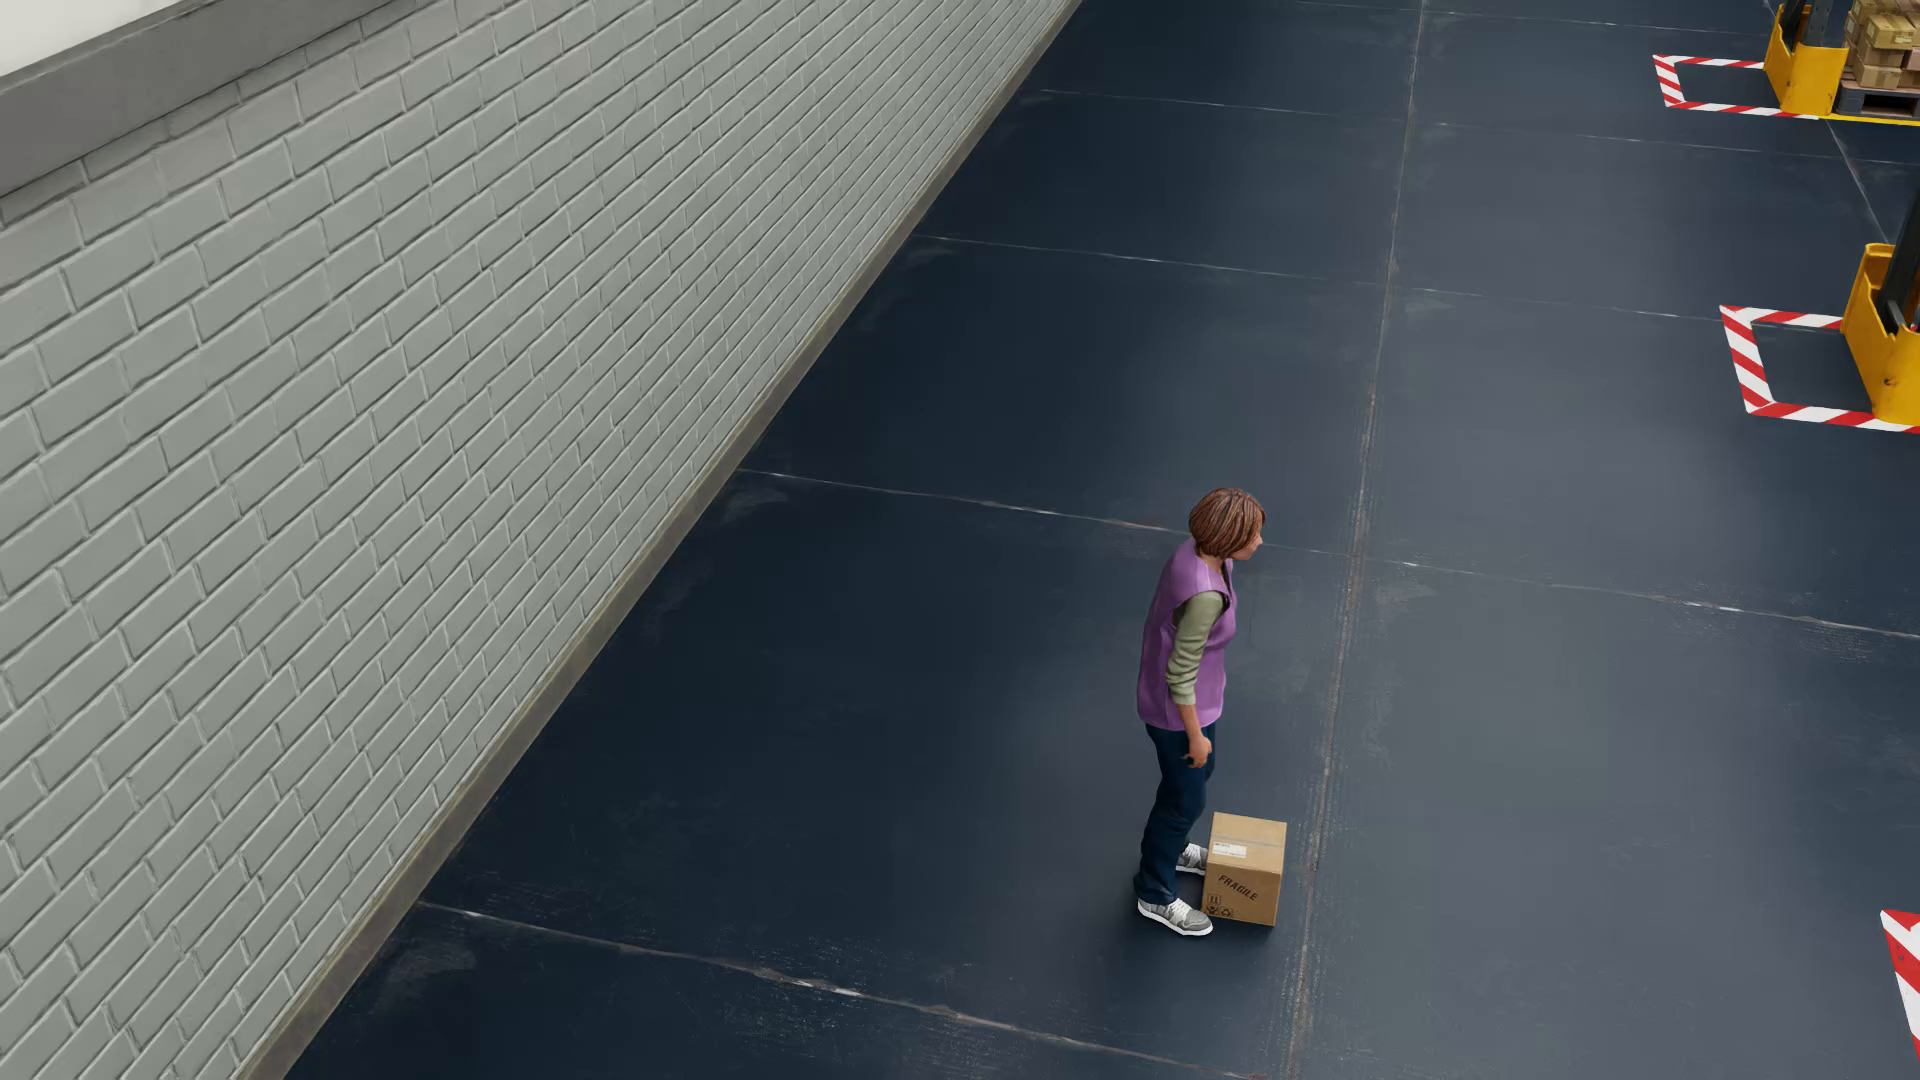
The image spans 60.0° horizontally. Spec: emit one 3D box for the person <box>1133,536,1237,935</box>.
[{"bbox_3d":[0.899,2.649,0.654,2.769,3.194,10.366,7,34,10],"label":"person"}]
